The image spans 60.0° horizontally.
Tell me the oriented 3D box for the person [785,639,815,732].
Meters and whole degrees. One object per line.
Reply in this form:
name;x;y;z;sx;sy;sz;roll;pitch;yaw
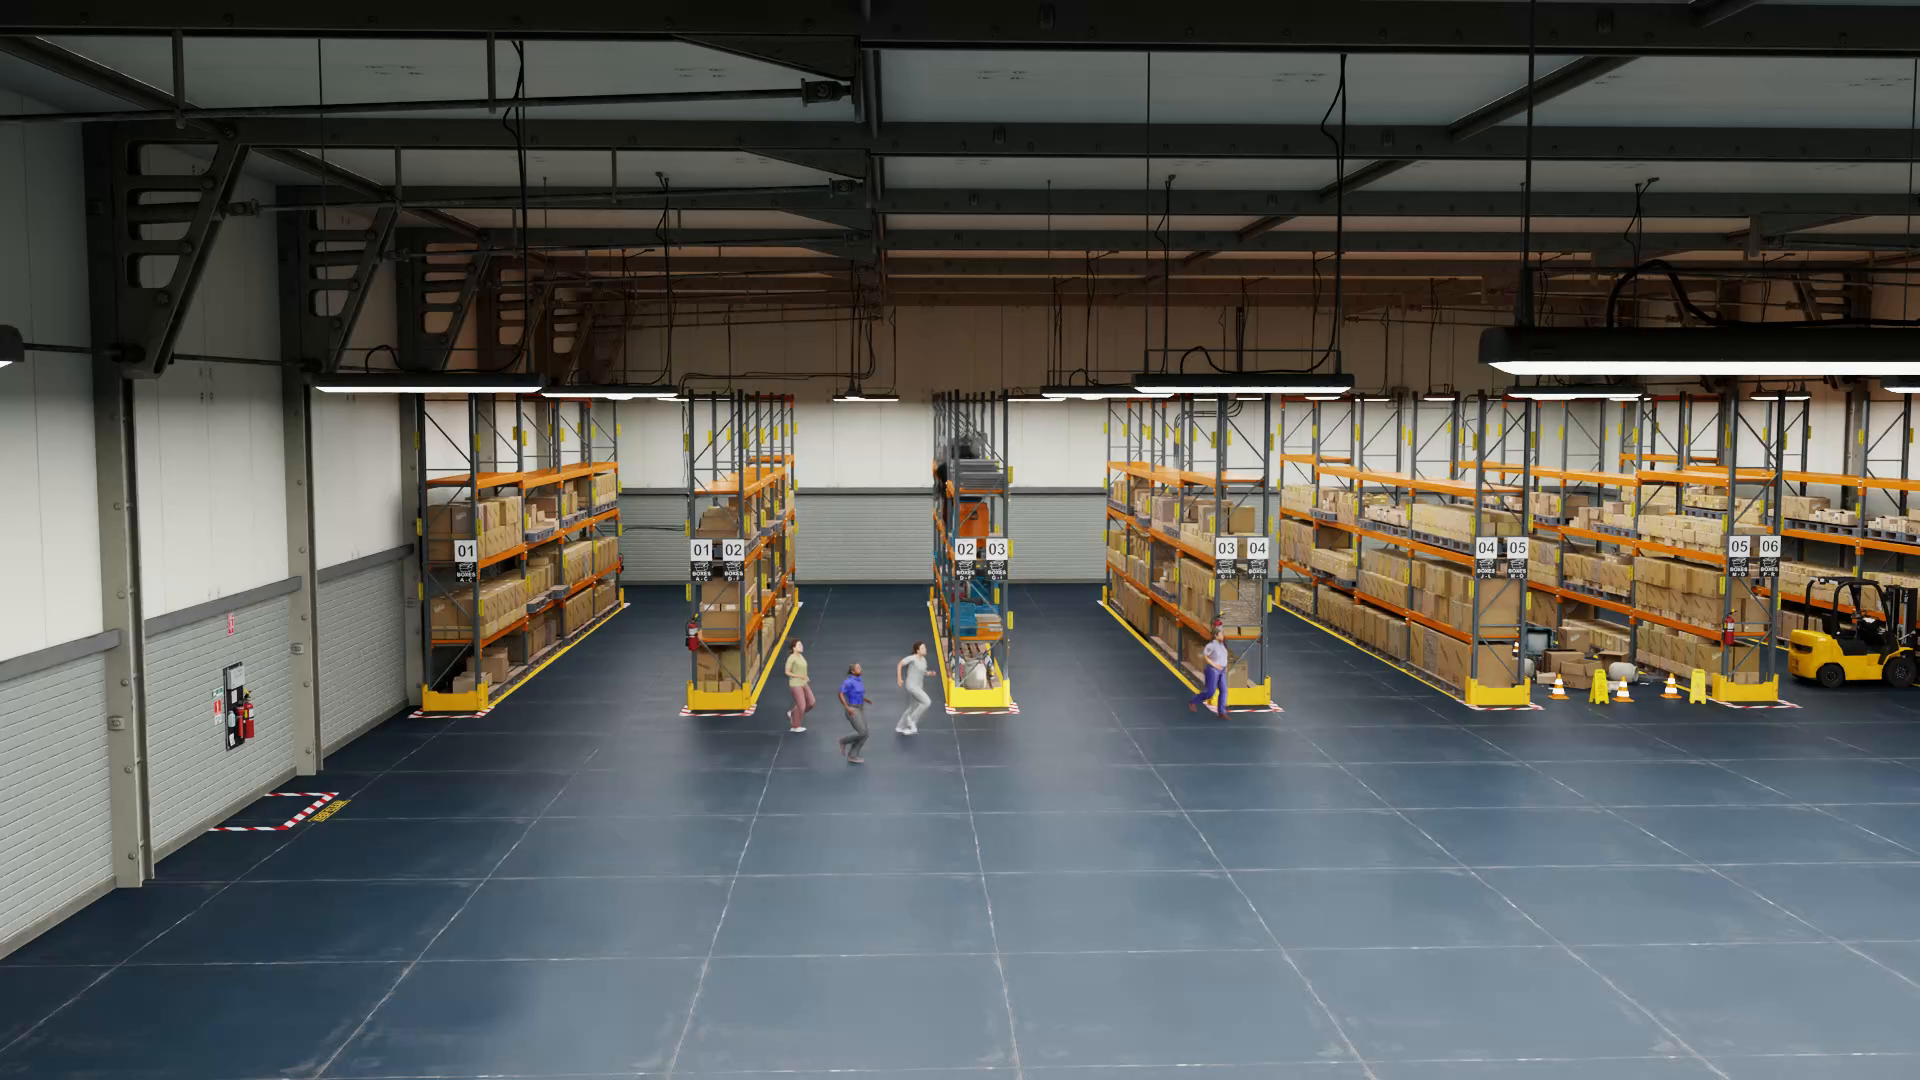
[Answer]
person;-2.809;2.539;29.046;0.552;1.623;0.574;2;5;27

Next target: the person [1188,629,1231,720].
person;4.698;2.437;30.474;0.870;1.605;0.680;4;6;43

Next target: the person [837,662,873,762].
person;-1.677;2.755;26.600;0.533;1.613;0.625;2;5;22

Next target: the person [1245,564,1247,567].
person;8.419;0.888;48.323;0.932;1.767;0.709;-2;5;-26

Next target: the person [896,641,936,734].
person;-0.762;2.556;28.681;0.742;1.612;0.598;2;5;27
